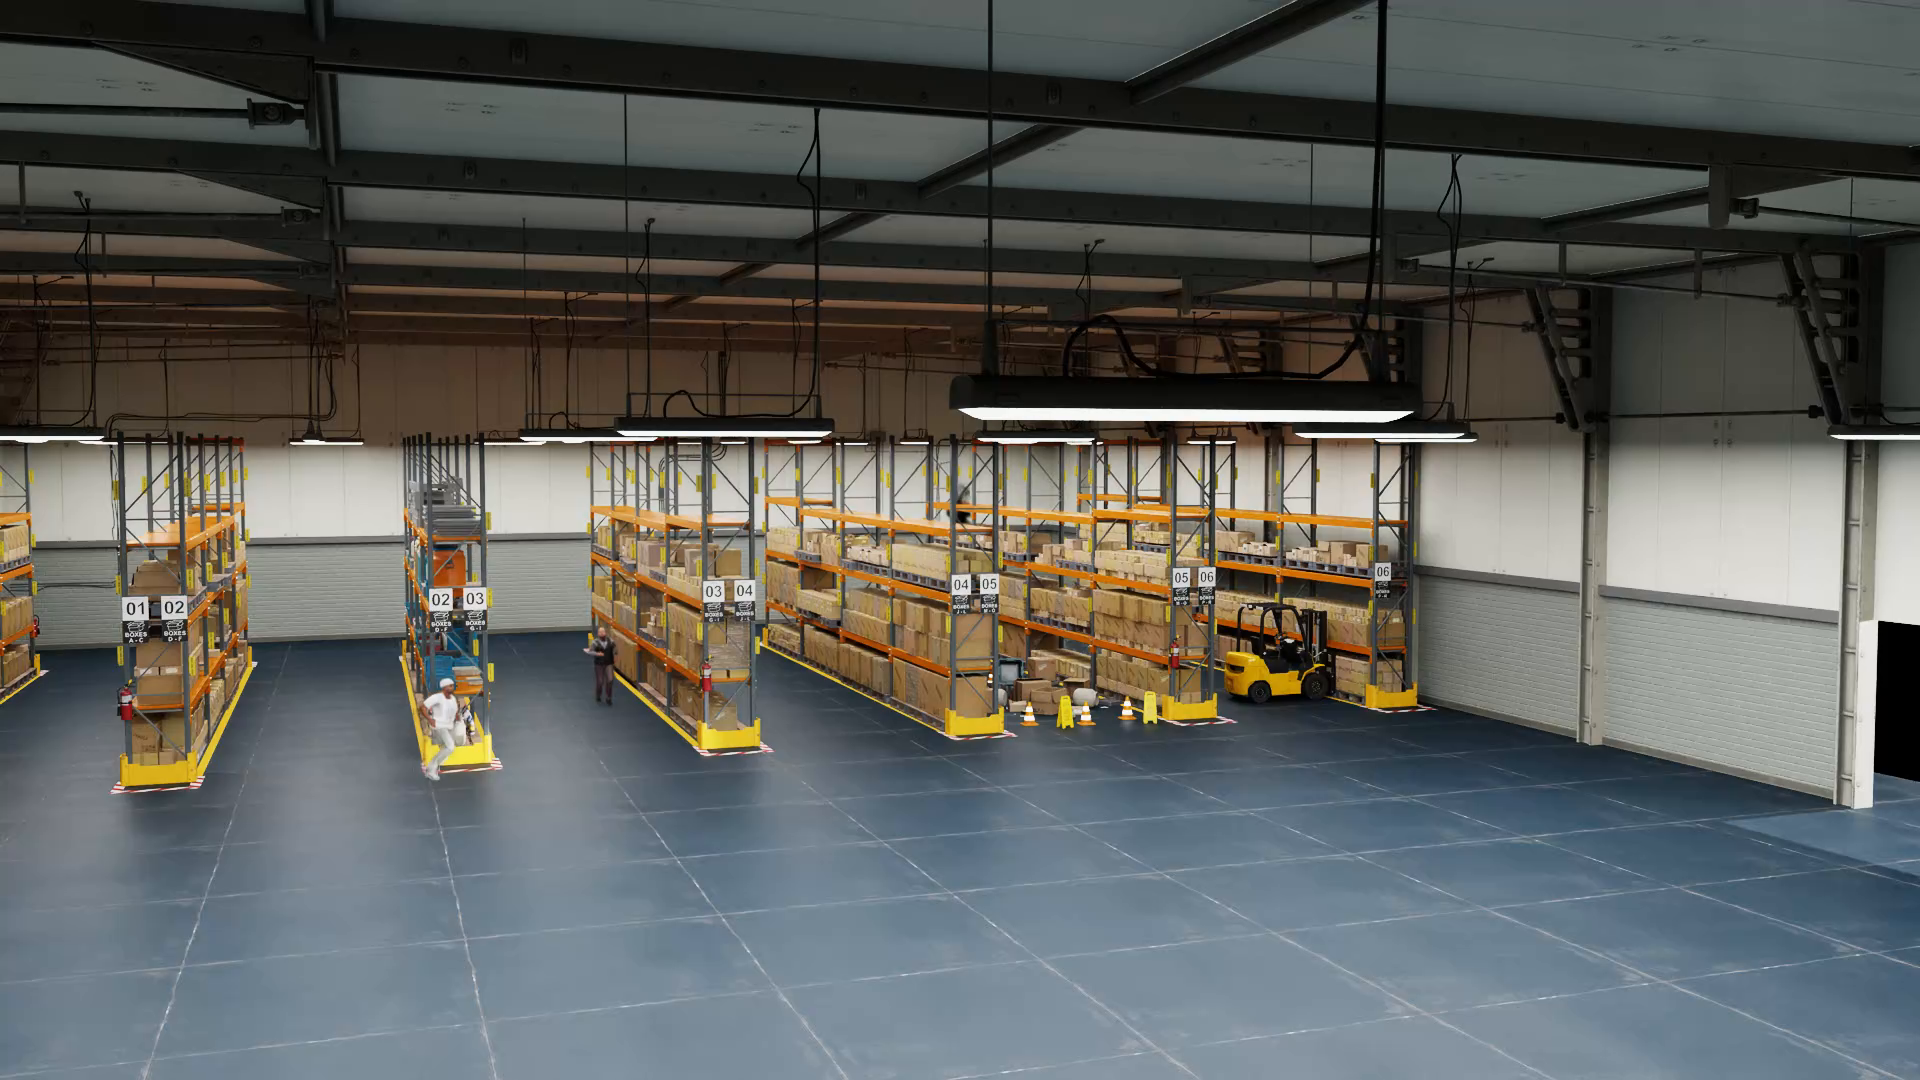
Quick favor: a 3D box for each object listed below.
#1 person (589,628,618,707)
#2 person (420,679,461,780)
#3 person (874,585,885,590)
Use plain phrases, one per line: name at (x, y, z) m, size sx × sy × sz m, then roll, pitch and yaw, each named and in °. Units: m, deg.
person at (-7.929, 2.829, 37.042) m, size 0.661 × 1.757 × 0.822 m, roll -1°, pitch 3°, yaw -19°
person at (-8.929, 3.264, 28.800) m, size 0.600 × 1.727 × 0.692 m, roll 1°, pitch 3°, yaw 15°
person at (-2.513, 1.798, 50.844) m, size 0.562 × 1.665 × 0.561 m, roll -1°, pitch 3°, yaw -22°
